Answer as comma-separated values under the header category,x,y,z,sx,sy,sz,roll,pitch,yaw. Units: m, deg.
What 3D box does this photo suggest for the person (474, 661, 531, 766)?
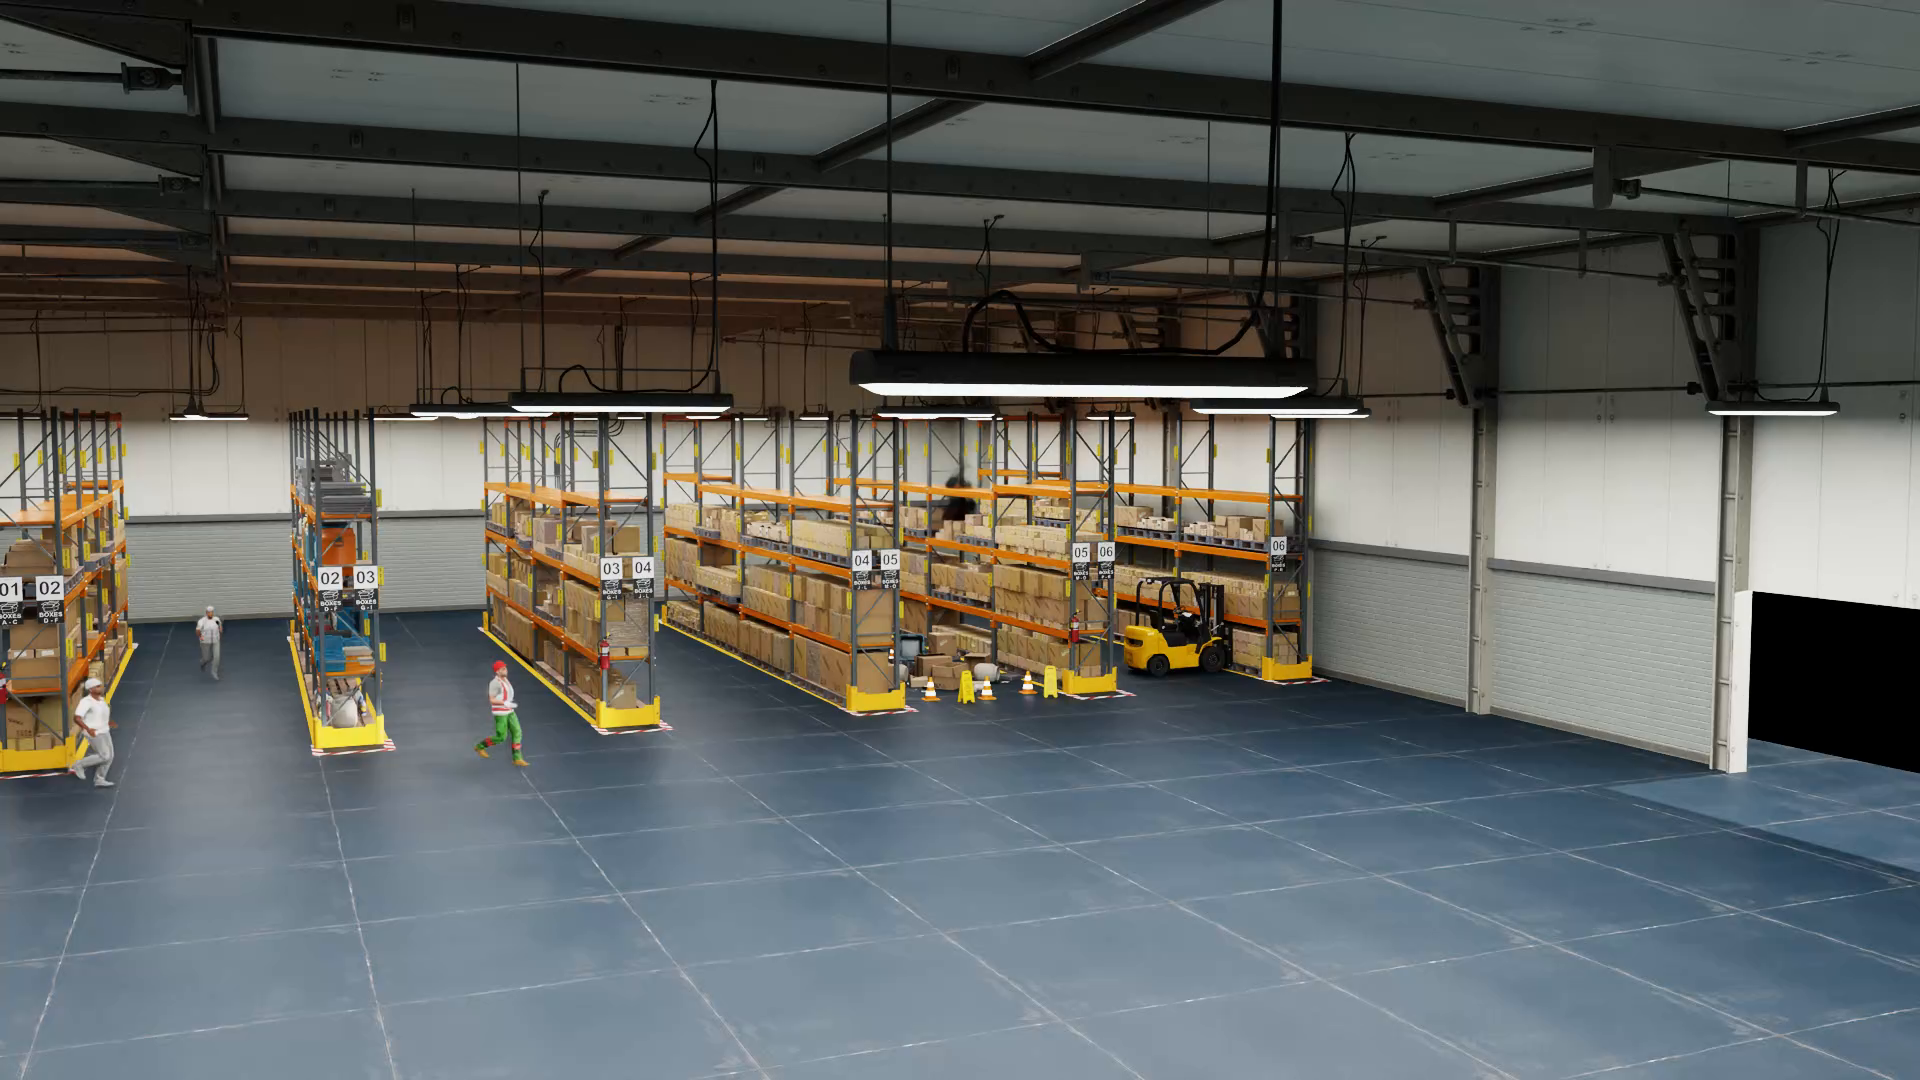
category,x,y,z,sx,sy,sz,roll,pitch,yaw
person,-7.648,2.899,27.796,0.957,1.774,0.671,1,4,11

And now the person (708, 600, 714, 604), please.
category,x,y,z,sx,sy,sz,roll,pitch,yaw
person,-7.330,1.353,49.809,0.841,1.814,0.635,-2,4,-22

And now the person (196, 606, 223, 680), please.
category,x,y,z,sx,sy,sz,roll,pitch,yaw
person,-16.897,2.299,37.444,0.597,1.638,0.748,-3,5,-39

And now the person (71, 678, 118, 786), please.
category,x,y,z,sx,sy,sz,roll,pitch,yaw
person,-13.648,3.031,26.189,0.593,1.719,0.713,0,4,0
